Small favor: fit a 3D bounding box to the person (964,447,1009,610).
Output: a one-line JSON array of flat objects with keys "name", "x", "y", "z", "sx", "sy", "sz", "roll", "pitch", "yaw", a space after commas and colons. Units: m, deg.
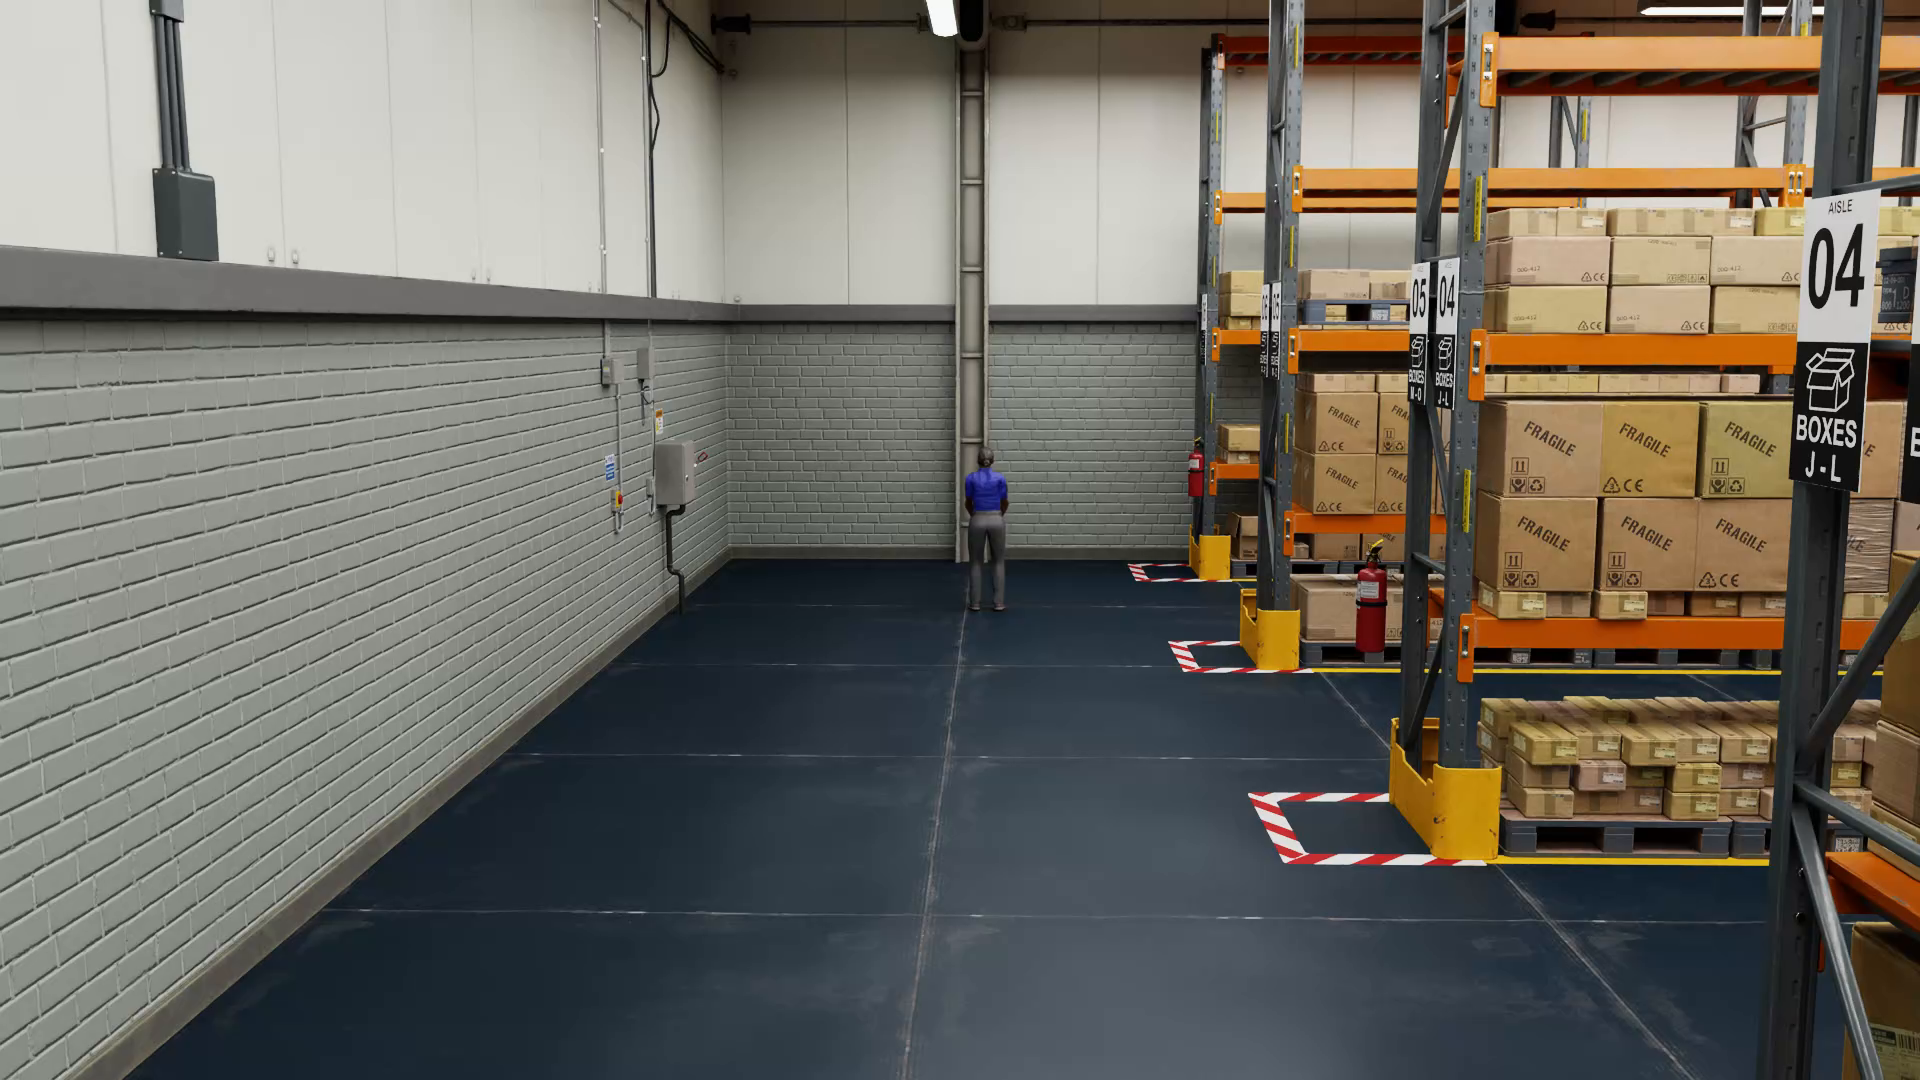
[{"name": "person", "x": 0.271, "y": -0.124, "z": 16.796, "sx": 0.448, "sy": 1.656, "sz": 0.496, "roll": 0, "pitch": 7, "yaw": 1}]
